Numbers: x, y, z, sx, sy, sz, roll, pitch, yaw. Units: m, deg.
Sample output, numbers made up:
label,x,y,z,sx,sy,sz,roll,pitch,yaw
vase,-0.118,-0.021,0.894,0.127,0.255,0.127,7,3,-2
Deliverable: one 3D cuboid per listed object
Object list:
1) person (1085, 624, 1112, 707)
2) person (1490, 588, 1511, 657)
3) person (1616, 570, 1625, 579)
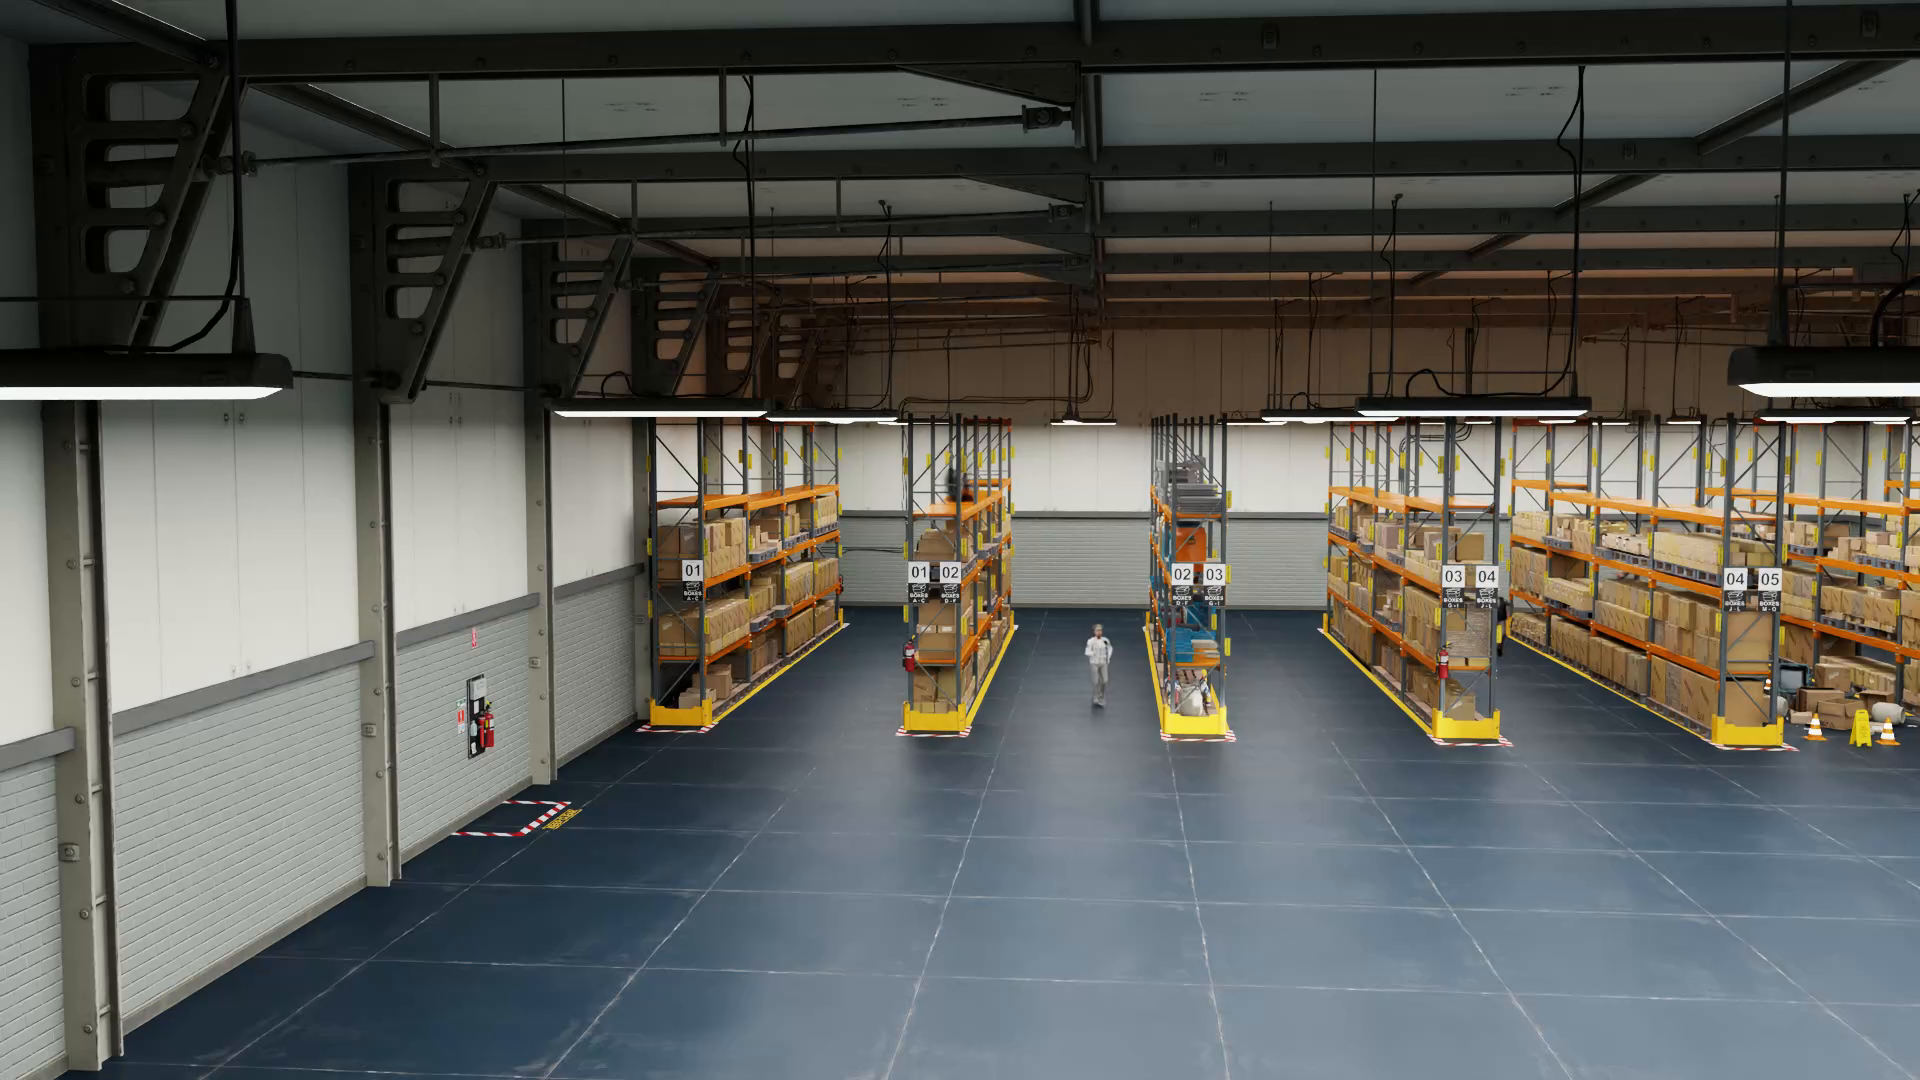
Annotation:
label,x,y,z,sx,sy,sz,roll,pitch,yaw
person,2.877,2.581,34.236,0.594,1.712,0.638,0,4,-4
person,13.549,2.072,41.904,0.661,1.739,0.733,1,4,13
person,18.765,1.689,47.197,0.834,1.675,0.679,1,4,14
